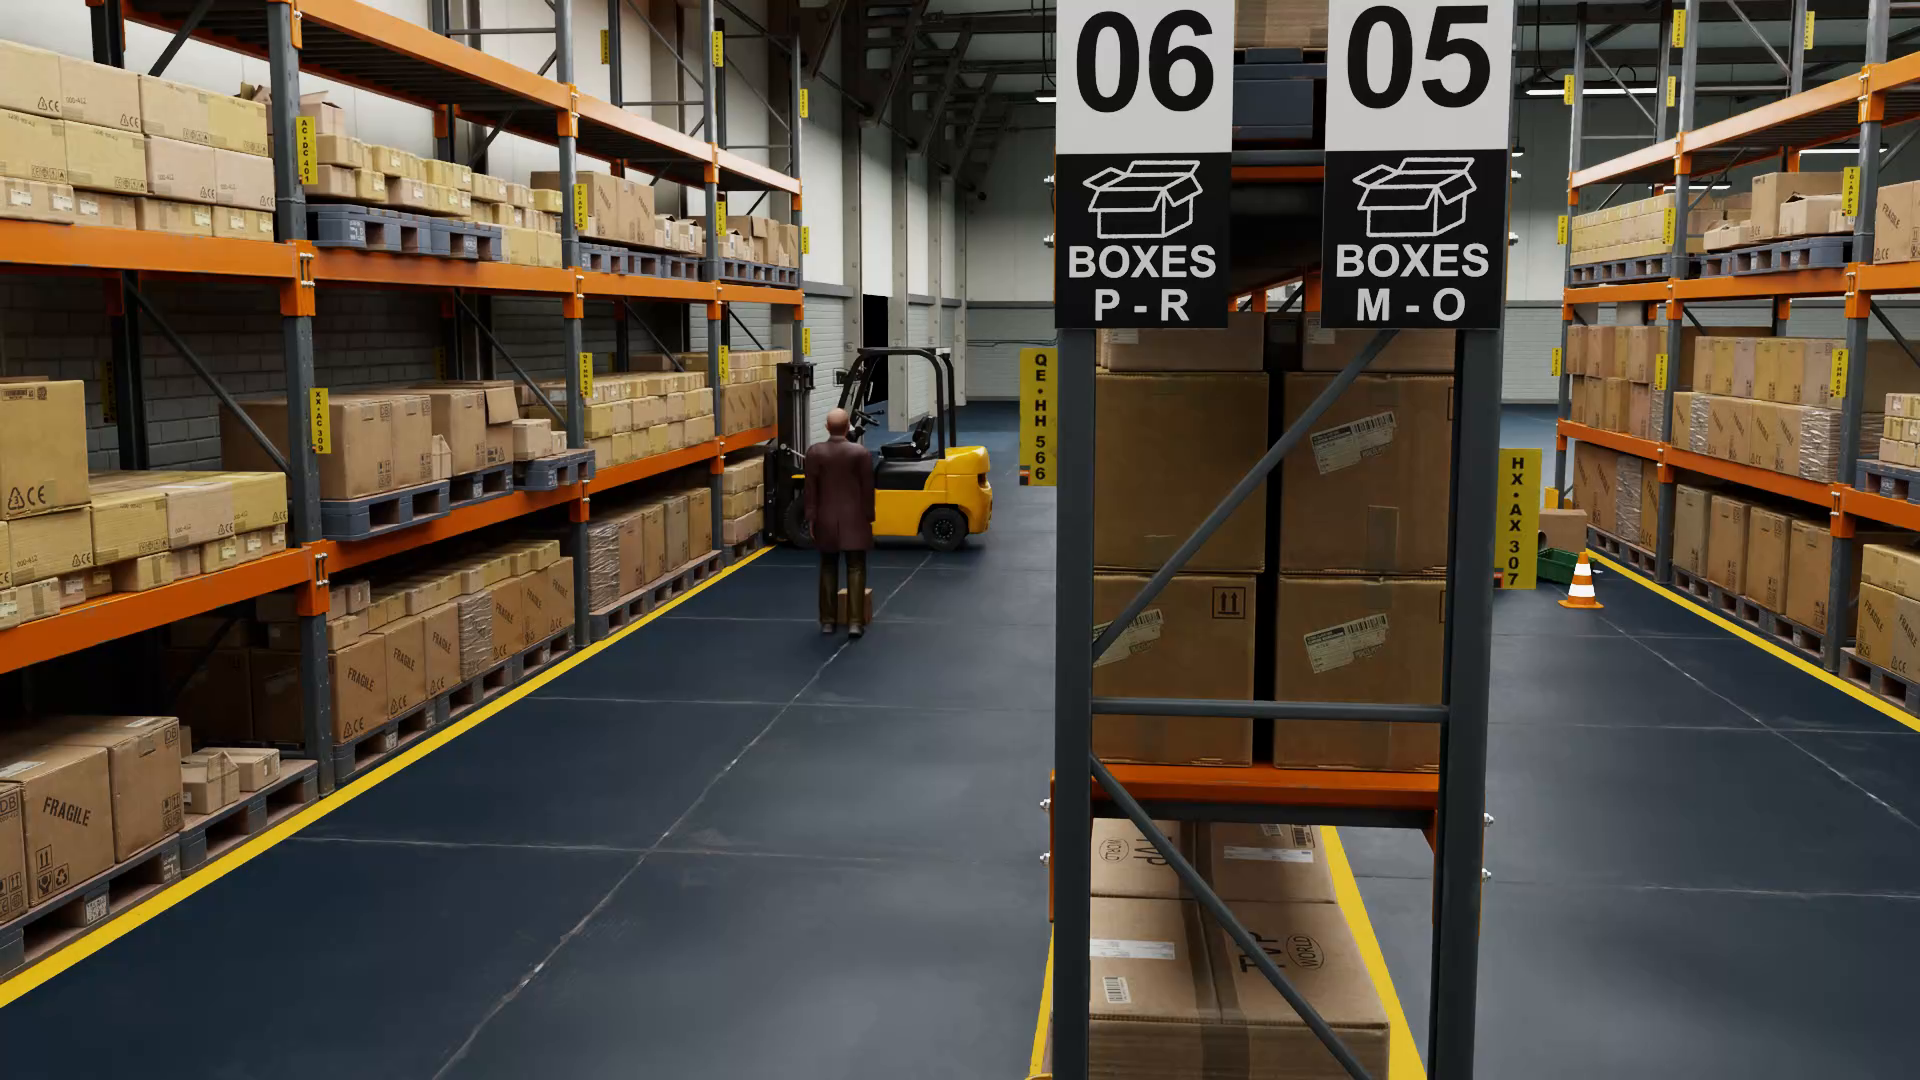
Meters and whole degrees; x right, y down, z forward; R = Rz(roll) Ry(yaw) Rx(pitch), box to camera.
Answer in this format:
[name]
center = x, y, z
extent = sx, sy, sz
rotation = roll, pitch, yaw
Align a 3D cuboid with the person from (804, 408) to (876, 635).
[person]
center = -0.937, -0.125, 13.008
extent = 0.565, 1.816, 0.508
rotation = 1, 7, 7
